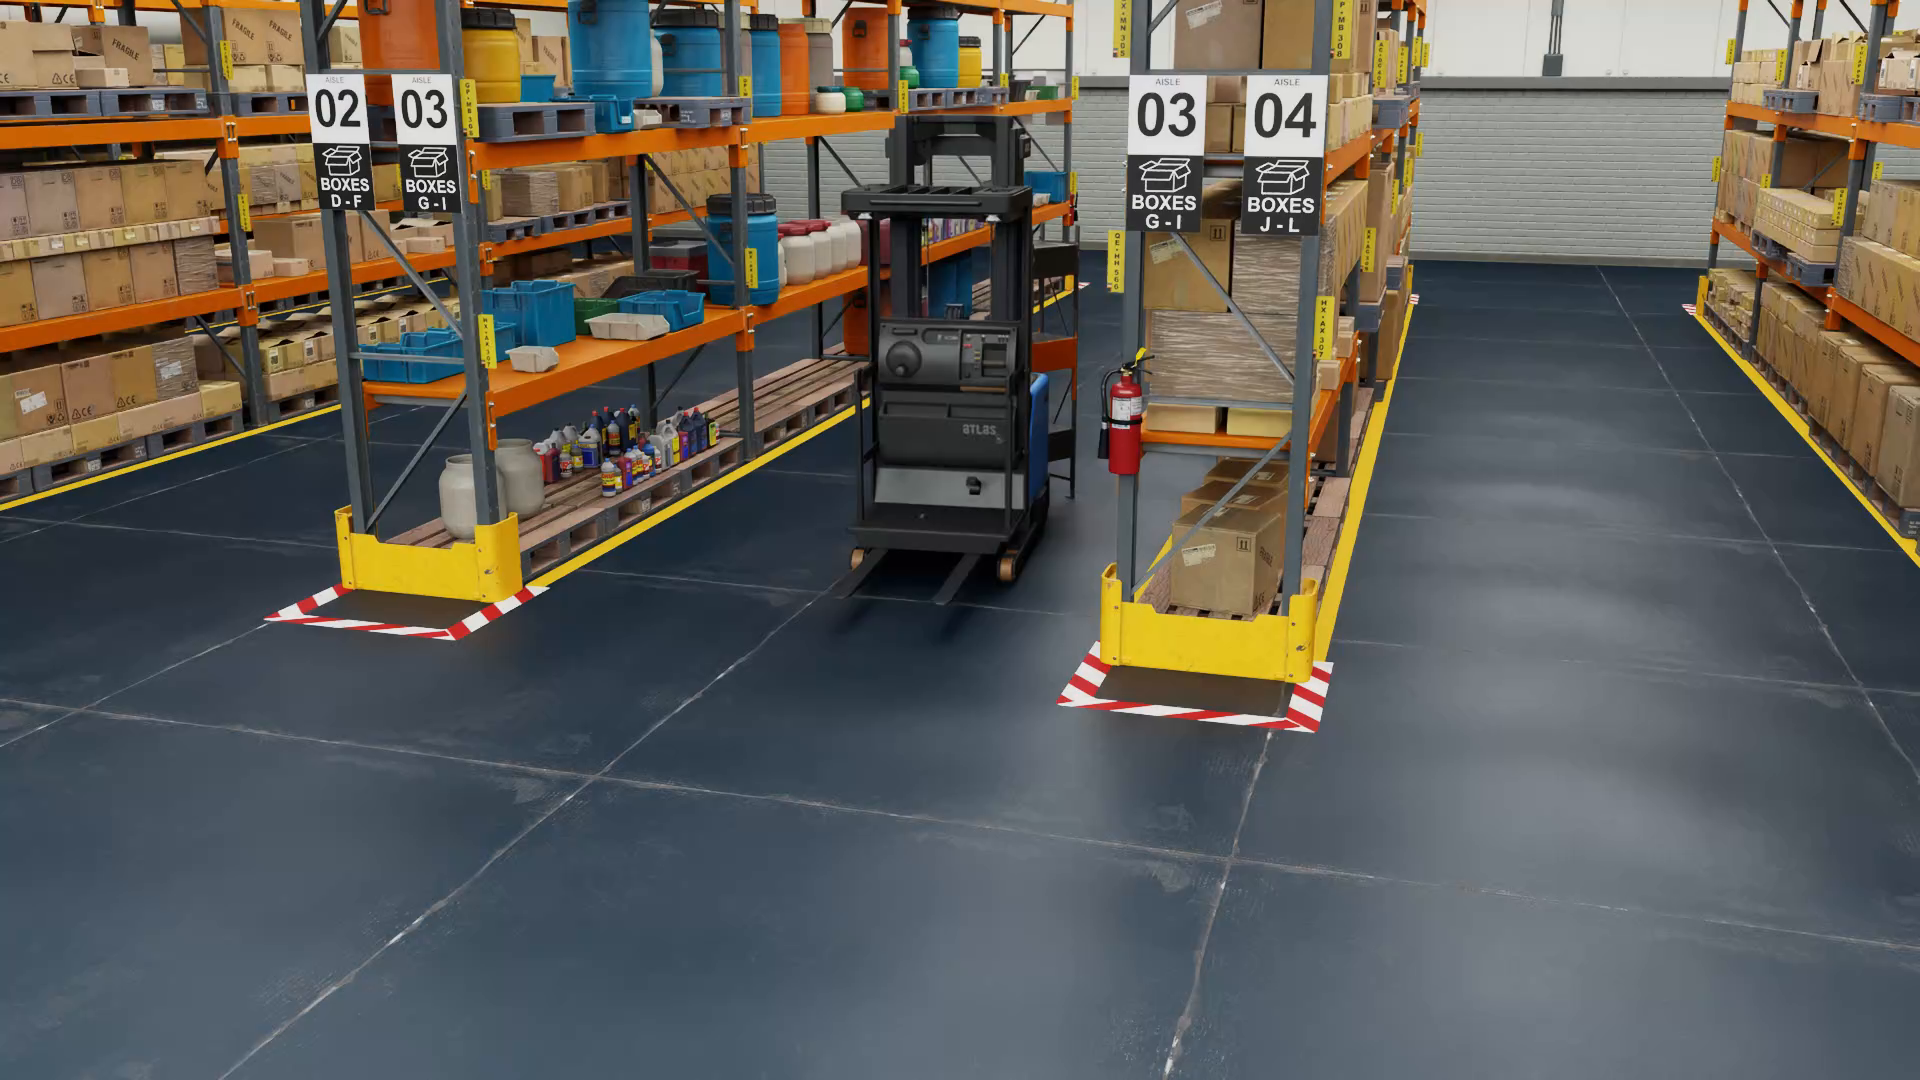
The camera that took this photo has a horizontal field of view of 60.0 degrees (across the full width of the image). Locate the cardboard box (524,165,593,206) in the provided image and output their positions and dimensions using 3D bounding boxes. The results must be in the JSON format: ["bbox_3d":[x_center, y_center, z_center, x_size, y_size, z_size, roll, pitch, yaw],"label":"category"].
[{"bbox_3d":[-5.206,-4.595,21.579,0.700,0.500,0.500,7,17,25],"label":"cardboard box"}]

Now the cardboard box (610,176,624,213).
[{"bbox_3d":[-4.827,-4.835,23.195,0.500,0.500,0.500,5,17,17],"label":"cardboard box"}]

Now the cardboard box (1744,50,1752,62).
[{"bbox_3d":[10.021,-6.044,20.774,0.380,0.149,0.250,5,17,17],"label":"cardboard box"}]

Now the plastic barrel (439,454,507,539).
[{"bbox_3d":[-3.271,-0.295,11.161,0.421,0.512,0.421,0,16,0],"label":"plastic barrel"}]

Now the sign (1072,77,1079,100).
[{"bbox_3d":[1.694,-6.652,24.479,0.100,0.325,0.005,5,16,16],"label":"sign"}]

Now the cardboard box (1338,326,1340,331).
[{"bbox_3d":[2.513,-1.449,11.900,0.380,0.149,0.250,5,16,16],"label":"cardboard box"}]

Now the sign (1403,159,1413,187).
[{"bbox_3d":[5.297,-4.346,19.679,0.100,0.325,0.005,5,16,16],"label":"sign"}]

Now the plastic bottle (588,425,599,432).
[{"bbox_3d":[-2.935,-0.787,13.302,0.097,0.271,0.097,0,16,0],"label":"plastic bottle"}]

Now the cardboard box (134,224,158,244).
[{"bbox_3d":[-7.086,-2.614,14.175,0.380,0.149,0.250,5,16,16],"label":"cardboard box"}]

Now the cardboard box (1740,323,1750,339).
[{"bbox_3d":[9.286,-2.415,19.303,0.380,0.149,0.250,5,17,17],"label":"cardboard box"}]

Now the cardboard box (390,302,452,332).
[{"bbox_3d":[-5.914,-2.446,18.198,0.500,0.311,0.500,4,16,15],"label":"cardboard box"}]

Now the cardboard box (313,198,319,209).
[{"bbox_3d":[-9.298,-4.798,23.671,0.380,0.149,0.250,5,17,16],"label":"cardboard box"}]

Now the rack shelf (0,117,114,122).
[{"bbox_3d":[-11.178,-4.547,18.183,1.077,0.370,4.000,5,16,16],"label":"rack shelf"}]

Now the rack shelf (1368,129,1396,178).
[{"bbox_3d":[3.069,-3.394,14.120,1.077,0.370,4.000,5,16,16],"label":"rack shelf"}]

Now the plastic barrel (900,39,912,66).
[{"bbox_3d":[-0.752,-5.391,18.822,0.433,0.535,0.433,0,16,0],"label":"plastic barrel"}]

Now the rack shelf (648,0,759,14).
[{"bbox_3d":[-4.154,-7.698,23.802,1.077,0.370,4.000,5,16,16],"label":"rack shelf"}]

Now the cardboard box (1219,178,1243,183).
[{"bbox_3d":[2.129,-2.348,12.051,0.500,0.500,0.500,5,16,16],"label":"cardboard box"}]

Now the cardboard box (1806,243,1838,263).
[{"bbox_3d":[8.064,-2.655,15.385,0.380,0.149,0.250,5,17,17],"label":"cardboard box"}]

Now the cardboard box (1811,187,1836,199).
[{"bbox_3d":[9.883,-3.757,18.850,0.500,0.500,0.500,4,16,15],"label":"cardboard box"}]

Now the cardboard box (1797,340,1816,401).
[{"bbox_3d":[8.301,-1.601,15.789,0.500,0.500,0.500,5,16,16],"label":"cardboard box"}]

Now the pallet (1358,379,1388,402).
[{"bbox_3d":[3.934,-1.679,17.363,1.003,0.211,1.213,5,16,16],"label":"pallet"}]

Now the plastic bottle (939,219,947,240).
[{"bbox_3d":[-0.235,-3.673,19.373,0.144,0.351,0.185,5,16,16],"label":"plastic bottle"}]

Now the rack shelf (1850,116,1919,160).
[{"bbox_3d":[7.796,-2.983,12.671,1.077,0.370,4.000,5,16,16],"label":"rack shelf"}]

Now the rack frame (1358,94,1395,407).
[{"bbox_3d":[3.637,-2.820,16.276,1.000,3.000,0.127,5,16,16],"label":"rack frame"}]

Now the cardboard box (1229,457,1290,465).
[{"bbox_3d":[2.092,-0.353,11.388,0.500,0.500,0.500,3,16,11],"label":"cardboard box"}]

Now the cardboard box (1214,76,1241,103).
[{"bbox_3d":[1.330,-2.446,9.003,0.380,0.149,0.250,4,16,14],"label":"cardboard box"}]

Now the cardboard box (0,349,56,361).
[{"bbox_3d":[-7.852,-1.294,13.788,0.500,0.500,0.500,5,16,16],"label":"cardboard box"}]

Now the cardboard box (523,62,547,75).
[{"bbox_3d":[-5.475,-5.467,19.927,0.910,0.500,0.500,5,16,16],"label":"cardboard box"}]

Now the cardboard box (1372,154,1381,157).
[{"bbox_3d":[4.394,-4.051,18.594,0.797,0.503,0.637,5,17,16],"label":"cardboard box"}]

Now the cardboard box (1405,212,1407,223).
[{"bbox_3d":[5.545,-4.137,21.378,0.380,0.149,0.250,5,17,17],"label":"cardboard box"}]

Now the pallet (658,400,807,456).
[{"bbox_3d":[-2.062,-1.025,15.056,1.003,0.211,1.213,5,16,16],"label":"pallet"}]

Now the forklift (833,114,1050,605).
[{"bbox_3d":[-0.121,-1.243,10.842,1.130,2.935,3.031,3,16,11],"label":"forklift"}]

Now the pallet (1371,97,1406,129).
[{"bbox_3d":[2.778,-3.280,12.743,1.213,0.211,1.003,5,16,16],"label":"pallet"}]

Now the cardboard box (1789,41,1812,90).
[{"bbox_3d":[9.288,-5.059,17.717,0.700,0.500,0.500,5,16,16],"label":"cardboard box"}]

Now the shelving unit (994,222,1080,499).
[{"bbox_3d":[0.573,-1.328,12.657,0.503,2.100,0.431,-14,21,-41],"label":"shelving unit"}]

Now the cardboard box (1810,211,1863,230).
[{"bbox_3d":[8.064,-2.941,15.300,0.380,0.149,0.250,4,16,14],"label":"cardboard box"}]

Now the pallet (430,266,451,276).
[{"bbox_3d":[-8.489,-4.509,27.340,1.003,0.211,1.213,5,16,16],"label":"pallet"}]

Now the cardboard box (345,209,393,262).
[{"bbox_3d":[-6.321,-3.198,17.422,0.500,0.500,0.500,4,16,13],"label":"cardboard box"}]

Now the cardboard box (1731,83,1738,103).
[{"bbox_3d":[10.265,-5.776,21.473,0.500,0.250,0.500,5,17,18],"label":"cardboard box"}]

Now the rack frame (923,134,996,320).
[{"bbox_3d":[0.025,-4.251,21.320,1.000,3.000,0.127,5,16,16],"label":"rack frame"}]

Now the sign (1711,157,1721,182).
[{"bbox_3d":[10.117,-4.961,22.236,0.100,0.325,0.005,5,16,16],"label":"sign"}]

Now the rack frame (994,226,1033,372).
[{"bbox_3d":[0.393,-1.284,12.498,0.015,2.100,0.400,-14,21,-41],"label":"rack frame"}]

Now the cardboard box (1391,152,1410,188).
[{"bbox_3d":[5.446,-4.669,21.149,0.500,0.500,0.500,4,16,14],"label":"cardboard box"}]

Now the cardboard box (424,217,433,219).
[{"bbox_3d":[-8.596,-5.235,27.410,0.380,0.149,0.250,5,17,16],"label":"cardboard box"}]

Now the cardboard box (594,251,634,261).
[{"bbox_3d":[-4.833,-3.816,23.562,0.500,0.500,0.500,5,16,16],"label":"cardboard box"}]

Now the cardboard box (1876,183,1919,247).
[{"bbox_3d":[8.085,-2.689,13.799,0.700,0.500,0.500,4,16,15],"label":"cardboard box"}]

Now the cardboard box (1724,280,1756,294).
[{"bbox_3d":[9.808,-3.163,20.847,0.380,0.149,0.250,5,17,17],"label":"cardboard box"}]

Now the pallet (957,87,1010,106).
[{"bbox_3d":[-0.104,-5.391,20.187,1.213,0.211,1.003,5,16,16],"label":"pallet"}]

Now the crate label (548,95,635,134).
[{"bbox_3d":[-2.536,-2.947,11.499,0.502,0.251,0.408,5,16,16],"label":"crate label"}]

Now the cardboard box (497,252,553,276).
[{"bbox_3d":[-5.520,-3.505,21.092,0.500,0.250,0.500,4,16,15],"label":"cardboard box"}]

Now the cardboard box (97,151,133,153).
[{"bbox_3d":[-10.579,-4.808,21.146,0.500,0.250,0.500,4,16,14],"label":"cardboard box"}]

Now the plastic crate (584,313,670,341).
[{"bbox_3d":[-2.467,-1.587,12.410,0.530,0.136,0.437,5,16,16],"label":"plastic crate"}]

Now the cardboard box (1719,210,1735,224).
[{"bbox_3d":[10.071,-4.186,21.552,0.380,0.149,0.250,4,16,14],"label":"cardboard box"}]

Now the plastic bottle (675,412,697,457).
[{"bbox_3d":[-2.209,-0.854,13.393,0.144,0.351,0.185,4,16,13],"label":"plastic bottle"}]

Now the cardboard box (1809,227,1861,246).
[{"bbox_3d":[8.068,-2.798,15.344,0.380,0.149,0.250,5,17,17],"label":"cardboard box"}]
